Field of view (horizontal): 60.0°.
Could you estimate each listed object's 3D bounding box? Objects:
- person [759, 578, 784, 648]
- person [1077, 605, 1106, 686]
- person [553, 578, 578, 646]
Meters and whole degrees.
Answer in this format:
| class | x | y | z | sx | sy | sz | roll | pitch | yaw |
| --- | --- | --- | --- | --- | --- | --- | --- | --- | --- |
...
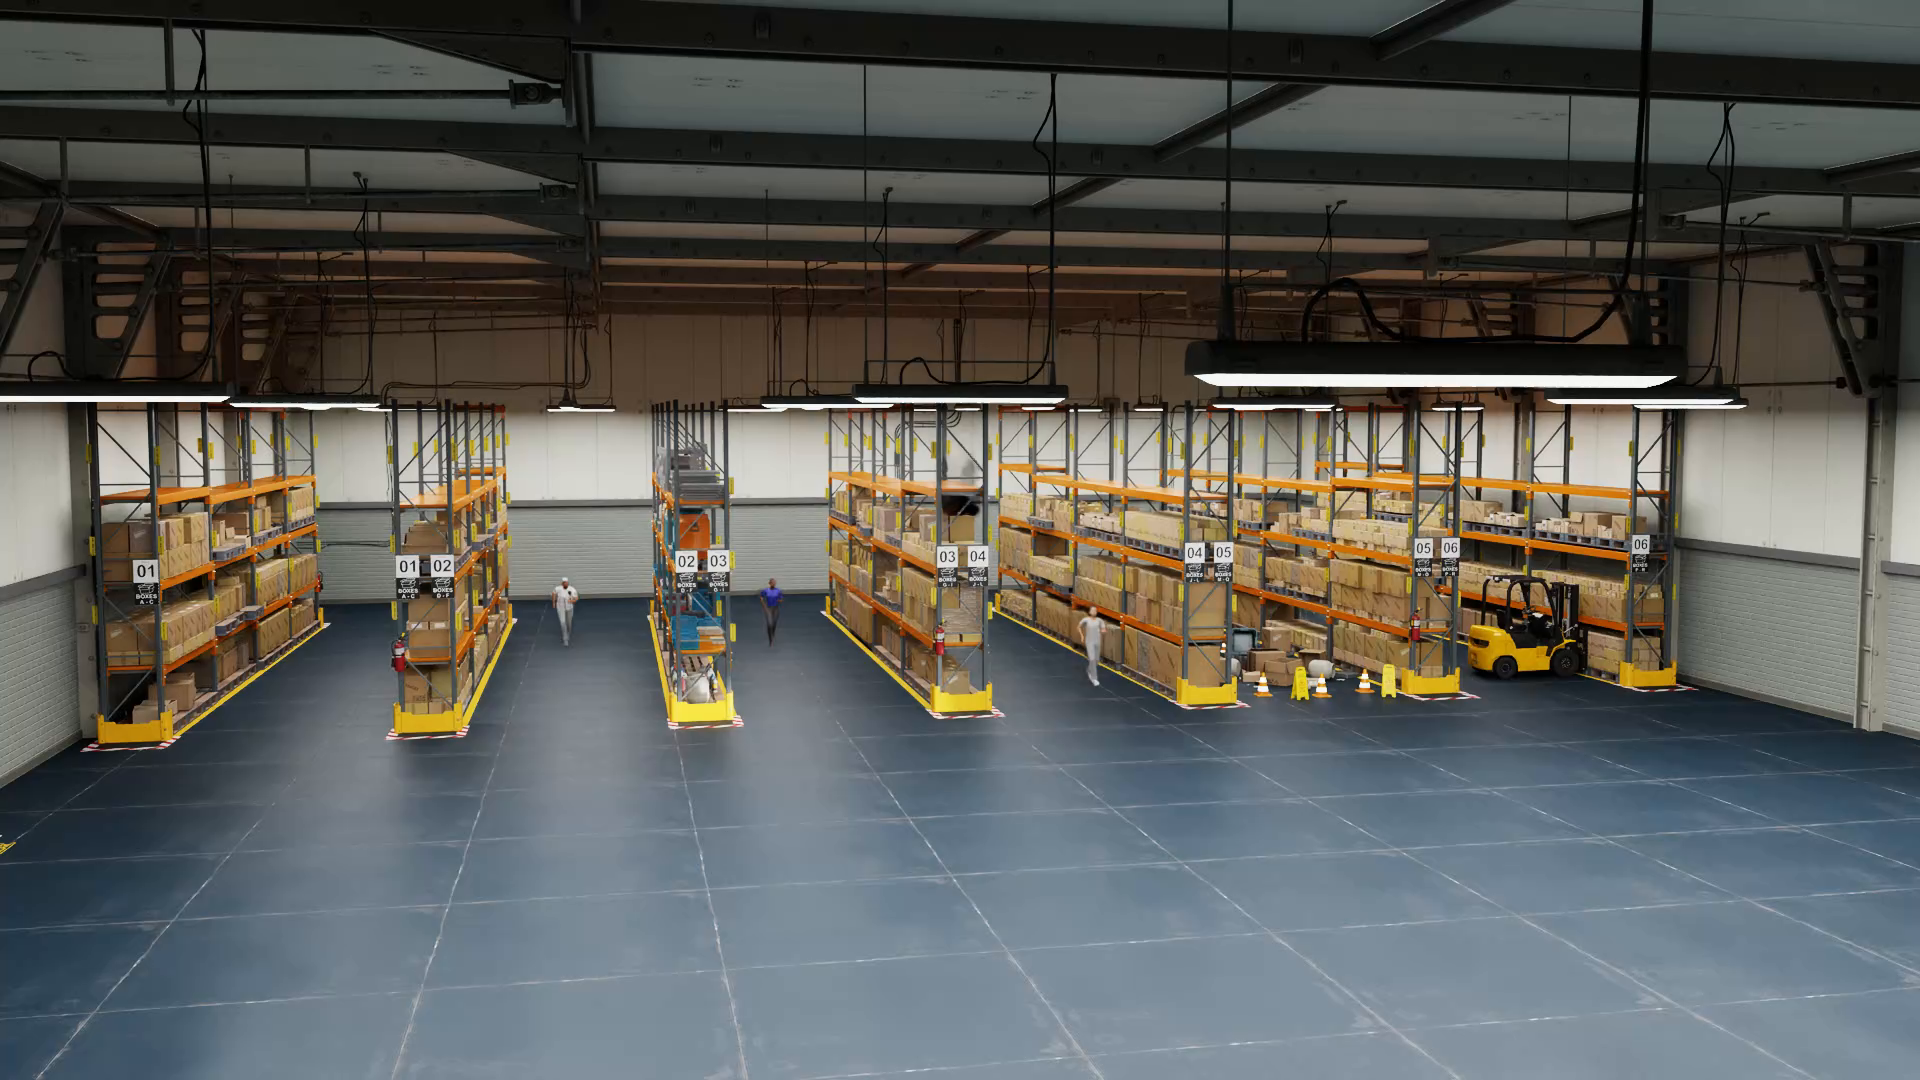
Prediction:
| class | x | y | z | sx | sy | sz | roll | pitch | yaw |
| --- | --- | --- | --- | --- | --- | --- | --- | --- | --- |
| person | -4.646 | 1.794 | 41.184 | 0.565 | 1.712 | 0.805 | -2 | 5 | -21 |
| person | 2.821 | 2.203 | 35.304 | 0.564 | 1.655 | 0.969 | -1 | 4 | -15 |
| person | -9.864 | 1.769 | 41.599 | 0.628 | 1.693 | 0.967 | -1 | 4 | -14 |
